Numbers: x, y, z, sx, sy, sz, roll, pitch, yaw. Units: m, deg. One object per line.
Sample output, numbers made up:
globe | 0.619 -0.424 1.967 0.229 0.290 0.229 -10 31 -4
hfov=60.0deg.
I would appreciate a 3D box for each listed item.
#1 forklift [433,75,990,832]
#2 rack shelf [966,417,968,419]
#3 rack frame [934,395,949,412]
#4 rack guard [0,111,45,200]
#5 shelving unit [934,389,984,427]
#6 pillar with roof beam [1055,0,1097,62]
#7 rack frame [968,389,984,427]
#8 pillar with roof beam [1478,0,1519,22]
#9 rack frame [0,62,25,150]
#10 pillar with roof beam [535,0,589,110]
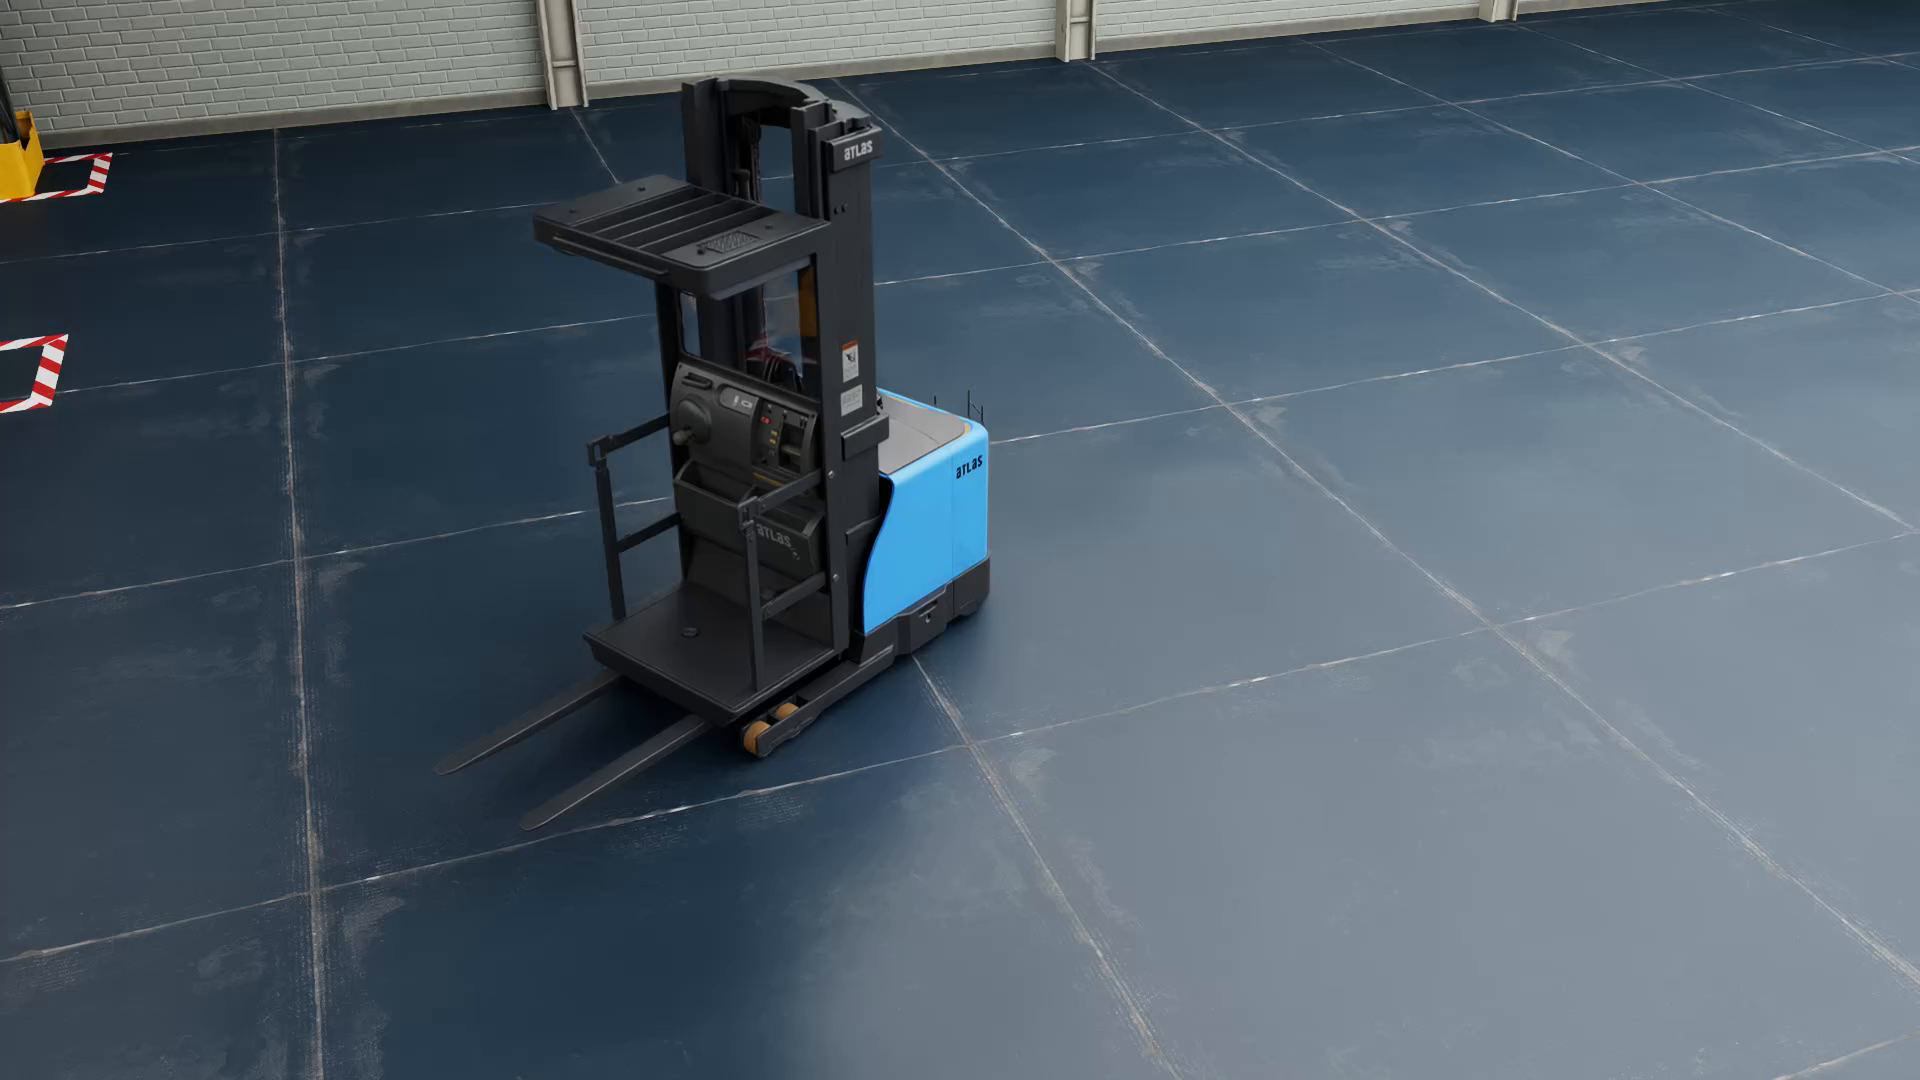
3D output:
forklift | -1.158 -0.519 7.700 1.130 2.935 3.031 22 36 33
rack shelf | -0.008 -0.595 9.408 0.200 0.077 0.258 -10 31 -18
rack frame | -0.103 -0.372 9.494 0.006 0.900 0.240 -10 31 -18
rack guard | -8.887 -3.615 15.590 0.348 0.500 1.175 -10 31 -18
shelving unit | -0.008 -0.390 9.525 0.210 0.900 0.258 -10 31 -18
pillar with roof beam | 2.872 -7.675 14.131 0.400 9.000 9.100 -10 31 -18
rack frame | 0.088 -0.407 9.556 0.006 0.900 0.240 -10 31 -18
pillar with roof beam | 8.495 -8.711 15.949 0.400 9.000 9.100 -10 31 -18
rack frame | -8.909 -4.697 14.964 0.127 3.000 1.000 -10 31 -18
pillar with roof beam | -2.752 -6.640 12.314 0.400 9.000 9.100 -10 31 -18
